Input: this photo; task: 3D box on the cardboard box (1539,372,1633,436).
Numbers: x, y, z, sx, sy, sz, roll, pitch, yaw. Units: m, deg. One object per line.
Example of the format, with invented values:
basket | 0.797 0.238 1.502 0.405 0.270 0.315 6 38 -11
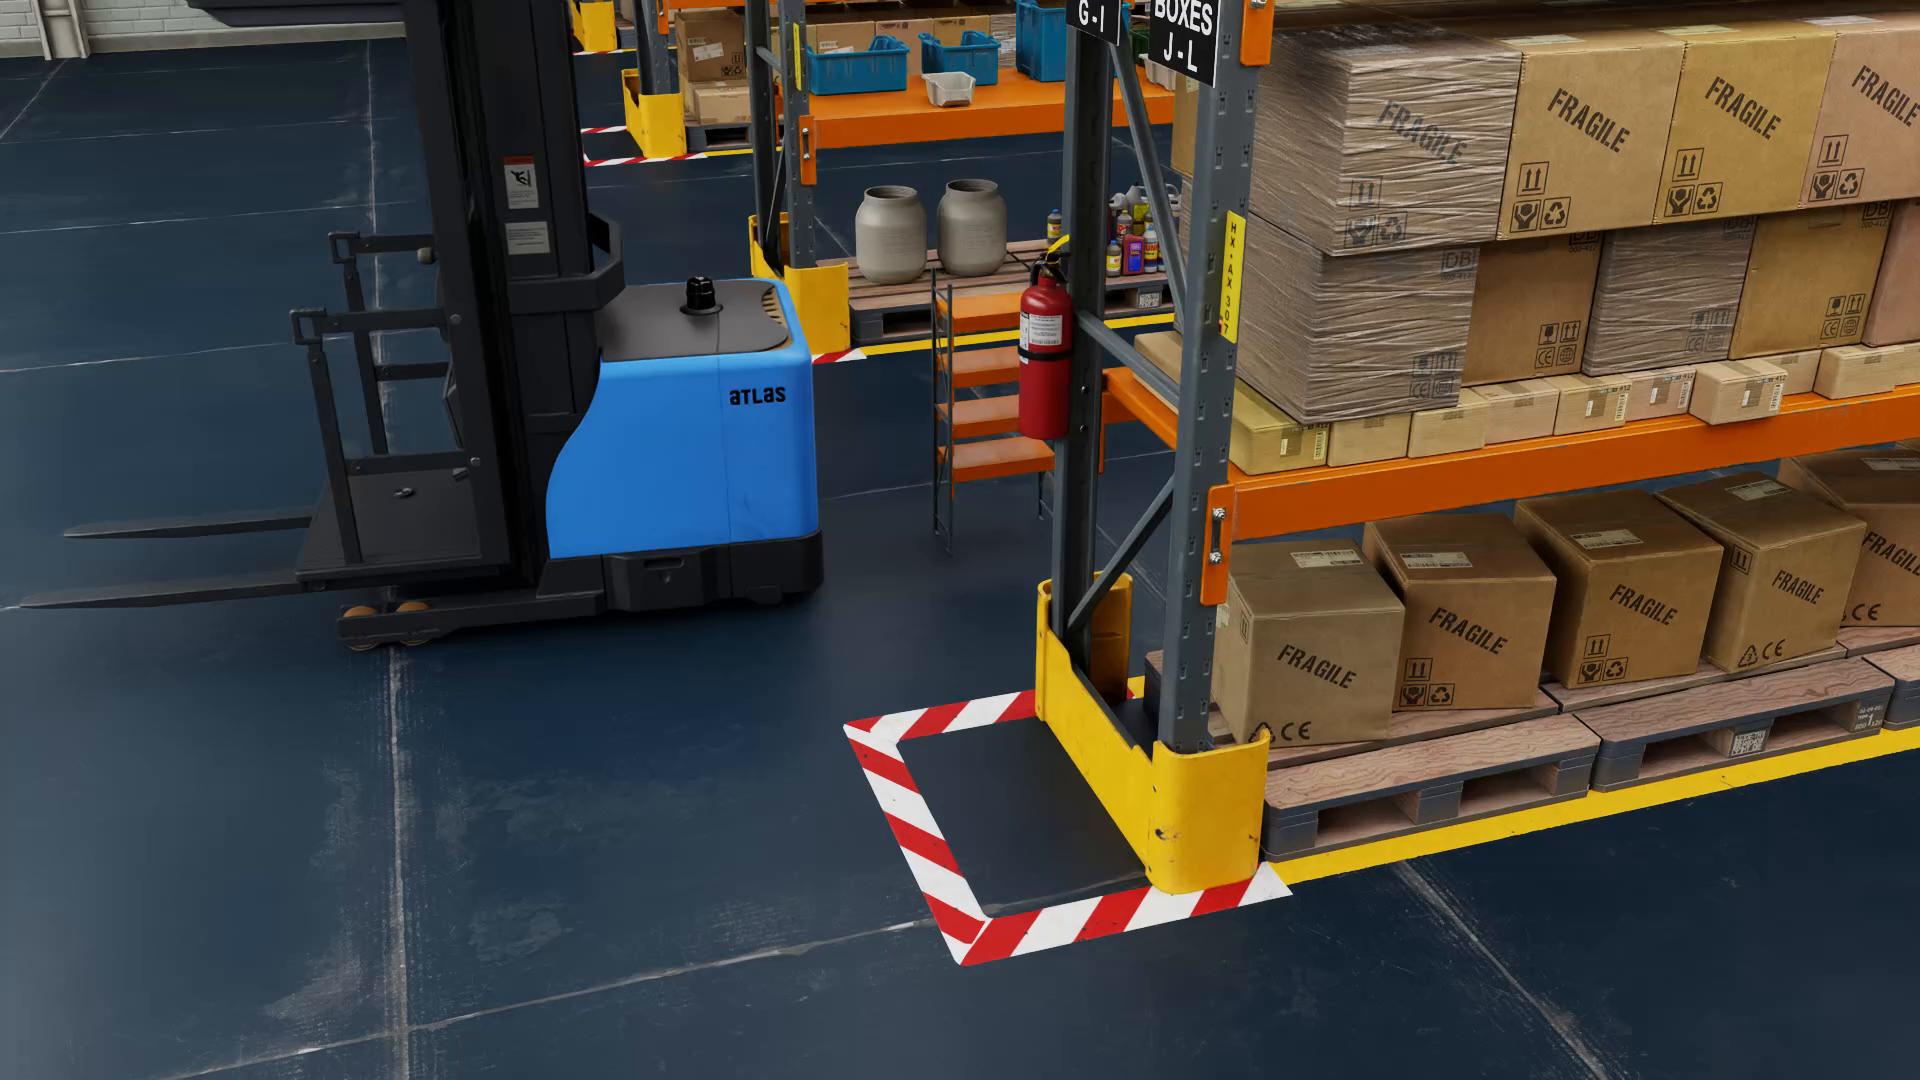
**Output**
cardboard box | 1.828 -0.469 5.104 0.250 0.149 0.380 -8 28 -16

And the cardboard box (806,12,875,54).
cardboard box | -1.013 -4.119 13.951 0.500 0.500 0.500 -8 28 -16

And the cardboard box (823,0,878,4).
cardboard box | -1.247 -6.266 18.814 0.500 0.500 0.500 -10 28 -20

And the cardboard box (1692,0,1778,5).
cardboard box | 2.401 -1.525 5.377 0.500 0.500 0.500 -8 28 -16

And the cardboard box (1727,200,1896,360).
cardboard box | 2.464 -0.990 5.425 0.500 0.500 0.875 -8 28 -16

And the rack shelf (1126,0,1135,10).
rack shelf | 3.167 -5.207 15.175 4.000 0.370 1.077 -8 28 -16

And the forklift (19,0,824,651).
forklift | -2.122 -1.144 6.259 3.031 2.935 1.130 -5 27 -10

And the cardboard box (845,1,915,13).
cardboard box | -0.698 -4.407 14.531 0.500 0.500 0.500 -8 28 -16

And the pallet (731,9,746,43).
pallet | -2.062 -5.822 18.740 1.213 0.211 1.003 -8 28 -16

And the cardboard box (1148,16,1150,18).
cardboard box | 2.055 -4.713 15.359 0.500 0.311 0.500 -7 27 -15

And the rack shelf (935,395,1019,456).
rack shelf | 0.157 -0.500 7.059 0.480 0.148 0.258 -8 28 -16

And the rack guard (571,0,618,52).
rack guard | -4.003 -5.688 18.145 0.348 0.500 1.175 -8 28 -16

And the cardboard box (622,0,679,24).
cardboard box | -3.390 -5.847 18.184 0.500 0.311 0.500 -12 29 -22

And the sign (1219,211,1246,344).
sign | 0.694 -0.673 4.258 0.005 0.325 0.100 -8 28 -16

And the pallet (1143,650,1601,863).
pallet | 1.382 0.627 5.749 1.213 0.211 1.003 -8 28 -16

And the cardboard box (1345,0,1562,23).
cardboard box | 1.446 -1.392 5.108 0.500 0.500 0.500 -8 28 -16

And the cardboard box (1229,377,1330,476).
cardboard box | 0.871 -0.340 4.844 0.250 0.149 0.380 -8 28 -16

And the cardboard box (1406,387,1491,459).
cardboard box | 1.357 -0.395 4.954 0.250 0.149 0.380 -8 28 -16

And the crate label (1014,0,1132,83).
crate label | 0.659 -2.992 9.864 0.616 0.435 0.502 -8 28 -16

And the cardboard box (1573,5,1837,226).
cardboard box | 2.086 -1.236 4.795 0.500 0.500 0.500 -8 28 -16

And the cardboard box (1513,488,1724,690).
cardboard box | 2.284 0.163 5.886 0.500 0.500 0.500 -6 27 -11

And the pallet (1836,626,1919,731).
pallet | 3.702 0.291 6.426 1.213 0.211 1.003 -8 28 -16

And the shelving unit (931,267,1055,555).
shelving unit | 0.157 -0.560 7.029 0.503 1.200 0.258 -8 28 -16

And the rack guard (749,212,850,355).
rack guard | -0.950 -1.519 9.748 0.348 0.500 1.175 -8 28 -16

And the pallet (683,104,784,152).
pallet | -1.824 -3.577 14.218 1.213 0.211 1.003 -8 28 -16

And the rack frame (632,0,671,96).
rack frame | -2.538 -4.703 13.350 0.127 3.000 1.000 -8 28 -16

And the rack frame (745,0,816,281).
rack frame | -1.008 -2.608 9.131 0.127 3.000 1.000 -8 28 -16

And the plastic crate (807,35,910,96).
plastic crate | -0.624 -2.737 9.557 0.616 0.251 0.499 -8 28 -16

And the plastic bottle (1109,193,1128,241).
plastic bottle | 0.983 -2.066 10.606 0.135 0.276 0.152 -9 28 -18

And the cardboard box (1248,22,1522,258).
cardboard box | 1.134 -1.101 4.522 0.500 0.500 0.500 -8 28 -16

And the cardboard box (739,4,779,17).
cardboard box | -2.135 -6.090 18.461 0.500 0.500 0.700 -10 28 -19

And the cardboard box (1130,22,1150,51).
cardboard box | 1.736 -4.413 14.756 0.500 0.311 0.500 -8 28 -16

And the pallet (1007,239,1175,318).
pallet | 0.982 -1.666 10.368 1.213 0.211 1.003 -8 28 -16

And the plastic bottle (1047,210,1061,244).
plastic bottle | 0.603 -1.990 10.538 0.097 0.201 0.097 0 26 0

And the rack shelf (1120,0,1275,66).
rack shelf | 2.428 -1.811 4.960 4.000 0.370 1.077 -8 28 -16

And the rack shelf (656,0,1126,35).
rack shelf | -0.636 -4.656 14.065 4.000 0.370 1.077 -8 28 -16

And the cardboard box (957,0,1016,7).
cardboard box | 0.255 -4.543 14.804 0.500 0.500 0.500 -8 28 -16

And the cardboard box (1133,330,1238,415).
cardboard box | 0.733 -0.528 5.223 0.250 0.149 0.380 -8 28 -16

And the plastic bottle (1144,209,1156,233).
plastic bottle | 1.218 -2.012 10.582 0.097 0.201 0.097 0 26 0

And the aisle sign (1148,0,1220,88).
aisle sign | 0.560 -1.543 4.062 0.004 0.787 0.394 -8 28 -16

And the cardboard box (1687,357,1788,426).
cardboard box | 2.327 -0.506 5.178 0.250 0.149 0.380 -8 28 -16

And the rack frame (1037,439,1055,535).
rack frame | 0.389 -0.594 7.097 0.015 1.200 0.240 -8 28 -16

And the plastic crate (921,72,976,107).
plastic crate | -0.057 -2.477 9.164 0.250 0.136 0.298 -8 28 -16

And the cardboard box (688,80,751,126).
cardboard box | -1.959 -3.640 13.828 0.500 0.250 0.500 -8 28 -16

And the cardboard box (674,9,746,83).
cardboard box | -2.120 -4.195 14.104 0.500 0.500 0.500 -8 28 -16

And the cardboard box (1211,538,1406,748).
cardboard box | 1.125 0.338 5.534 0.500 0.500 0.500 -3 27 -7

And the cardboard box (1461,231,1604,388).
cardboard box | 1.496 -0.876 5.194 0.500 0.500 0.875 -8 28 -16

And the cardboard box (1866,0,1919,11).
cardboard box | 3.036 -1.375 5.074 0.500 0.500 0.500 -8 28 -16

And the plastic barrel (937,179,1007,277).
plastic barrel | 0.071 -1.874 9.977 0.421 0.512 0.421 0 26 0

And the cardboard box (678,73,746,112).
cardboard box | -2.119 -3.858 14.269 0.500 0.250 0.500 -8 28 -16

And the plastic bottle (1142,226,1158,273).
plastic bottle | 1.139 -1.748 9.972 0.097 0.271 0.097 0 26 0

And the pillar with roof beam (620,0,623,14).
pillar with roof beam | -2.345 -8.126 13.499 0.400 9.000 9.100 -8 28 -16

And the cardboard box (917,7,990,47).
cardboard box | -0.061 -4.256 14.226 0.500 0.500 0.500 -8 28 -16

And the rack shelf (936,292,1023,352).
rack shelf | 0.157 -0.912 6.854 0.480 0.148 0.258 -8 28 -16

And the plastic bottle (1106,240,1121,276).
plastic bottle | 0.911 -1.684 9.921 0.097 0.201 0.097 0 26 0

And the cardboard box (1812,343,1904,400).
cardboard box | 2.785 -0.598 5.364 0.250 0.149 0.380 -8 28 -16

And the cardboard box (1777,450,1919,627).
cardboard box | 3.395 -0.013 6.242 0.500 0.500 0.500 0 26 0

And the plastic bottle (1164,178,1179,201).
plastic bottle | 1.316 -2.150 10.691 0.185 0.351 0.144 -8 28 -17
